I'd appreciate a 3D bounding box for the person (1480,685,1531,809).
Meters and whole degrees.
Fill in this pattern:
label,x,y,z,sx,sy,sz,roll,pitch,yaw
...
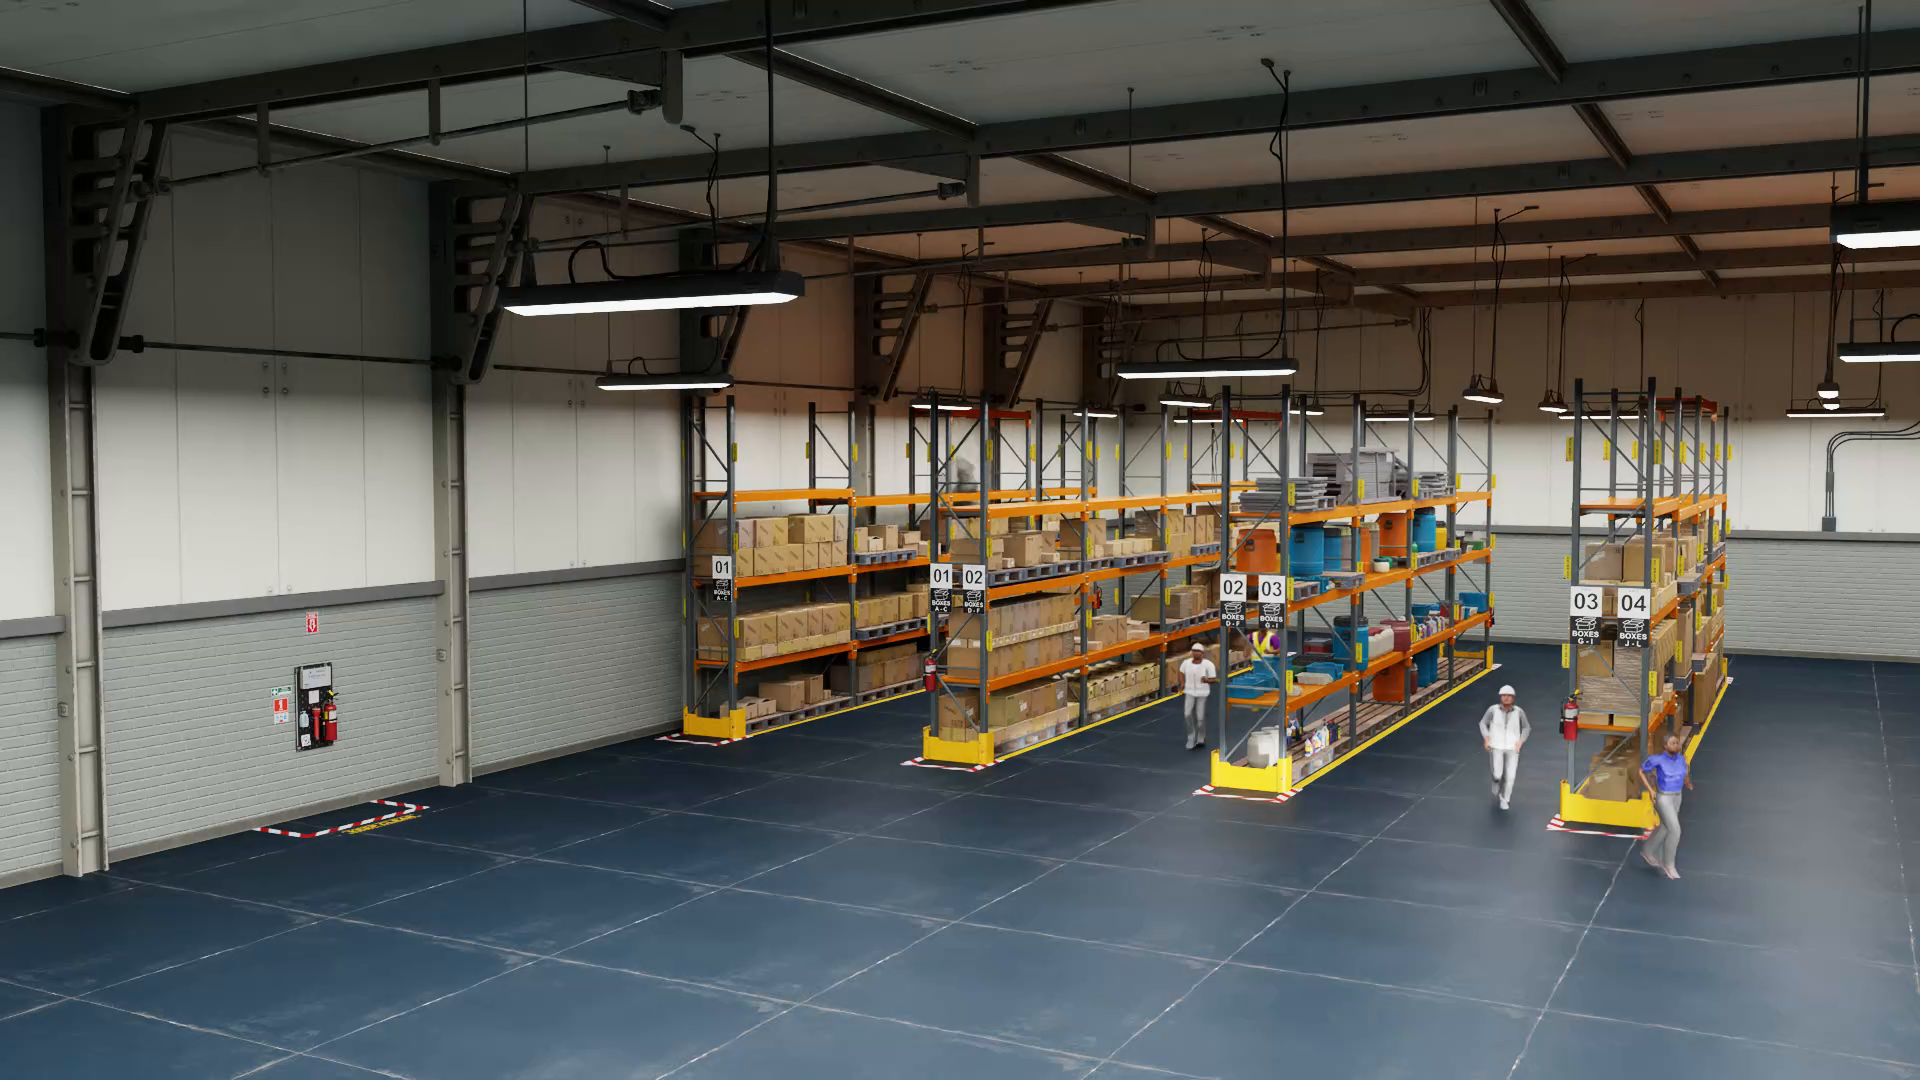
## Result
label,x,y,z,sx,sy,sz,roll,pitch,yaw
person,7.708,2.911,23.528,0.688,1.743,0.560,1,3,14

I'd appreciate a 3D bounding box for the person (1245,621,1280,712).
label,x,y,z,sx,sy,sz,roll,pitch,yaw
person,5.862,2.397,32.221,0.707,1.776,0.896,1,3,19

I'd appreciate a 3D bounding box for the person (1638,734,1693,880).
label,x,y,z,sx,sy,sz,roll,pitch,yaw
person,8.394,3.150,19.779,0.560,1.704,0.752,-1,3,-23

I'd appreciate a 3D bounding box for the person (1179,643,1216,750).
label,x,y,z,sx,sy,sz,roll,pitch,yaw
person,3.994,2.647,28.120,0.674,1.809,0.696,1,3,17
